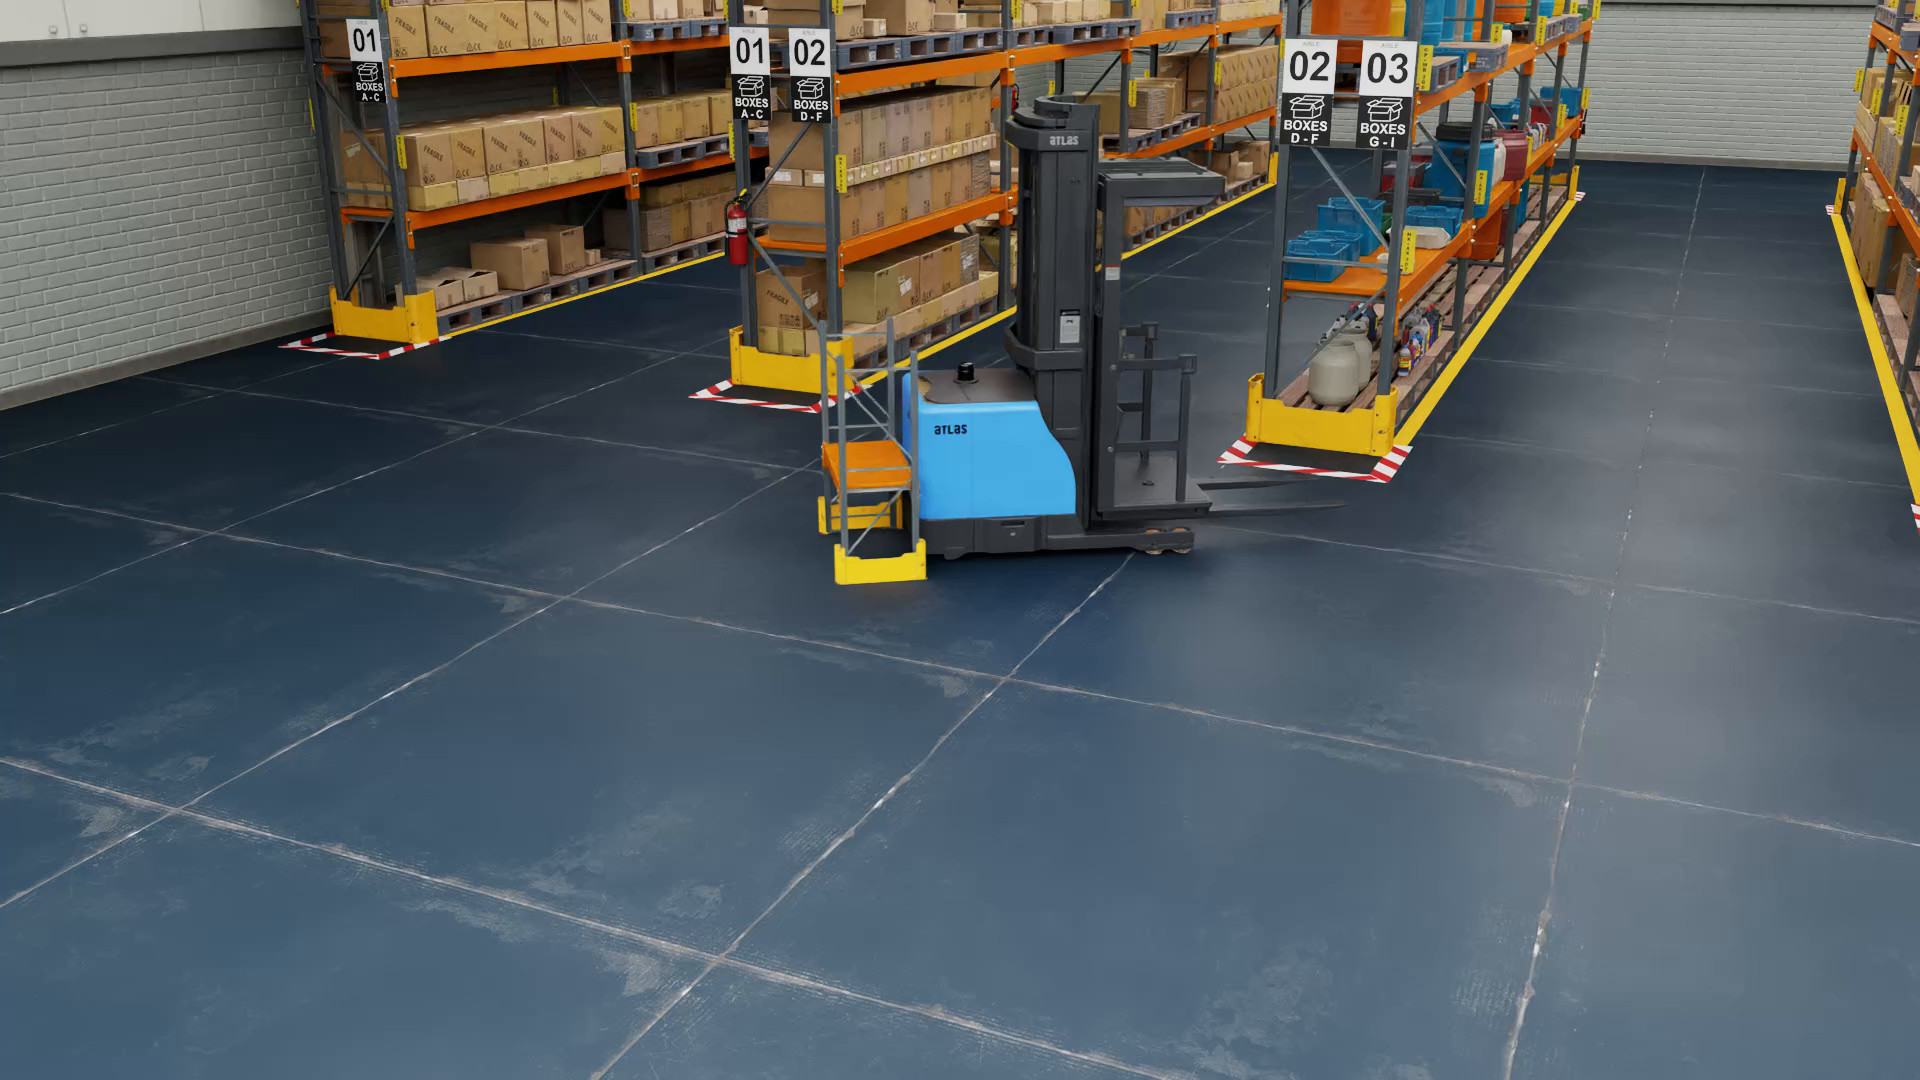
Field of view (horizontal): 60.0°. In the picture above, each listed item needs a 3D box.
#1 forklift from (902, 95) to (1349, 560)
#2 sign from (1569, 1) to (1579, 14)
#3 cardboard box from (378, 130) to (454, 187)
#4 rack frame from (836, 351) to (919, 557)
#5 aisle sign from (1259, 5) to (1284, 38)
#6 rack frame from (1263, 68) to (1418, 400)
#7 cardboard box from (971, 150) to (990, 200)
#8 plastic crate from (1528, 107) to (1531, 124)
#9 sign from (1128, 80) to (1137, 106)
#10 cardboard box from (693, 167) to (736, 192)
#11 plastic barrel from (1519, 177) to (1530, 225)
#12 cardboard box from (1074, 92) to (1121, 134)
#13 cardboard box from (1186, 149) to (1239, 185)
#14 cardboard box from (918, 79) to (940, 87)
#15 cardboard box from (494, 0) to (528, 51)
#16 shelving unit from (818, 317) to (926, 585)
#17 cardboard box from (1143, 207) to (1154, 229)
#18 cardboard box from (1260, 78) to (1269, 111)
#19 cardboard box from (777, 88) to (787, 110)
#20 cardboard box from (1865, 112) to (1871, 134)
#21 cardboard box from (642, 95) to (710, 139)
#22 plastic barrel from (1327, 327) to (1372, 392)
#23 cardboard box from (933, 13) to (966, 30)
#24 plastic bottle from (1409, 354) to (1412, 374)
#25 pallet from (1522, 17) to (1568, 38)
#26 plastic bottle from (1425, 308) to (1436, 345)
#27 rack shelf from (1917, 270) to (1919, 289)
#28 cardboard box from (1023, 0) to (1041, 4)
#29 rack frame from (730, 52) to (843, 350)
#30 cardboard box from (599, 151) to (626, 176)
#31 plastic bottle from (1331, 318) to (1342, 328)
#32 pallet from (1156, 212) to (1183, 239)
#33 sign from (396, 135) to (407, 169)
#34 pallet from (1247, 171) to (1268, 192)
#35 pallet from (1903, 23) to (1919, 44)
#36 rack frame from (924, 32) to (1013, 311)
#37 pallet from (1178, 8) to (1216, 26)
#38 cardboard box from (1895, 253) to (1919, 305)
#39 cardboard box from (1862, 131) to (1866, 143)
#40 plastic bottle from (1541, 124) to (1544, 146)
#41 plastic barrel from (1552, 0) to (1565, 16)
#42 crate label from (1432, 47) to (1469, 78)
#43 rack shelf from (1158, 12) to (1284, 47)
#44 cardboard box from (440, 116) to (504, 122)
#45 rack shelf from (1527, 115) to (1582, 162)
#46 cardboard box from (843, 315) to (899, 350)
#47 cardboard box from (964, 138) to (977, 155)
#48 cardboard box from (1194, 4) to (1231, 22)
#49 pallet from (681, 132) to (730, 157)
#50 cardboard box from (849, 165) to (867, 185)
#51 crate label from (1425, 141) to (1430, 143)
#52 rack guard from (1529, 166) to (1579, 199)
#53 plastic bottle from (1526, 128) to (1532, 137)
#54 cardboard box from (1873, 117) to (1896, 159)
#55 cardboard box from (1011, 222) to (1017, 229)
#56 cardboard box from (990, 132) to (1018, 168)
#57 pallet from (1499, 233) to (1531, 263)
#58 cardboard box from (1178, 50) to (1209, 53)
[{"bbox_3d":[1.144,-1.455,11.187,3.031,2.935,1.130,-3,20,-7],"label":"forklift"},{"bbox_3d":[8.381,-7.191,22.723,0.100,0.325,0.005,9,21,23],"label":"sign"},{"bbox_3d":[-5.603,-3.937,17.139,0.500,0.500,0.500,9,21,23],"label":"cardboard box"},{"bbox_3d":[-0.510,-0.443,10.475,0.500,1.500,0.032,-4,20,-10],"label":"rack frame"},{"bbox_3d":[5.308,-8.957,28.298,0.394,0.787,0.004,9,21,23],"label":"aisle sign"},{"bbox_3d":[2.966,-2.181,13.126,1.000,3.000,0.127,9,21,23],"label":"rack frame"},{"bbox_3d":[-0.090,-3.995,18.078,0.700,0.500,0.500,8,21,21],"label":"cardboard box"},{"bbox_3d":[8.673,-6.264,24.692,0.437,0.282,0.530,9,21,23],"label":"plastic crate"},{"bbox_3d":[2.232,-5.778,21.511,0.100,0.325,0.005,9,21,23],"label":"sign"},{"bbox_3d":[-3.334,-4.976,22.939,0.500,0.250,0.500,9,21,24],"label":"cardboard box"},{"bbox_3d":[7.642,-4.895,23.261,0.600,0.901,0.708,9,21,23],"label":"plastic barrel"},{"bbox_3d":[1.879,-5.761,22.414,0.700,0.500,0.500,2,20,4],"label":"cardboard box"},{"bbox_3d":[4.127,-6.137,27.316,0.797,0.503,0.637,9,21,23],"label":"cardboard box"},{"bbox_3d":[-0.921,-7.514,27.673,0.980,0.700,0.700,9,21,24],"label":"cardboard box"},{"bbox_3d":[-5.046,-5.564,17.981,0.500,0.500,0.500,10,22,26],"label":"cardboard box"},{"bbox_3d":[-0.605,-0.613,10.954,0.587,1.500,1.083,-4,20,-10],"label":"shelving unit"},{"bbox_3d":[2.381,-4.598,22.995,0.500,0.500,0.500,8,21,21],"label":"cardboard box"},{"bbox_3d":[4.856,-7.467,27.839,0.500,0.500,0.500,9,21,23],"label":"cardboard box"},{"bbox_3d":[-2.364,-6.296,24.073,0.500,0.500,0.500,9,22,24],"label":"cardboard box"},{"bbox_3d":[12.758,-5.725,22.870,0.500,0.250,0.500,9,21,24],"label":"cardboard box"},{"bbox_3d":[-3.718,-5.544,21.776,0.700,0.500,0.500,12,23,30],"label":"cardboard box"},{"bbox_3d":[3.371,-1.572,14.498,0.421,0.512,0.421,0,20,0],"label":"plastic barrel"},{"bbox_3d":[-0.158,-5.237,16.782,0.380,0.149,0.250,9,21,23],"label":"cardboard box"},{"bbox_3d":[4.035,-1.613,15.048,0.097,0.201,0.097,0,20,0],"label":"plastic bottle"},{"bbox_3d":[7.186,-6.574,21.282,1.003,0.211,1.213,9,21,23],"label":"pallet"},{"bbox_3d":[4.525,-2.068,16.104,0.144,0.351,0.185,7,21,20],"label":"plastic bottle"},{"bbox_3d":[8.304,-1.774,13.054,1.077,0.370,4.000,9,21,23],"label":"rack shelf"},{"bbox_3d":[0.587,-6.339,18.818,0.500,0.500,0.500,11,22,28],"label":"cardboard box"},{"bbox_3d":[-1.552,-2.862,15.040,1.000,3.000,0.127,9,21,23],"label":"rack frame"},{"bbox_3d":[-4.352,-4.516,19.884,0.500,0.250,0.500,9,21,23],"label":"cardboard box"},{"bbox_3d":[3.567,-1.929,15.713,0.144,0.351,0.185,10,22,25],"label":"plastic bottle"},{"bbox_3d":[2.566,-4.588,24.056,1.003,0.211,1.213,9,21,23],"label":"pallet"},{"bbox_3d":[-5.577,-3.874,16.594,0.100,0.325,0.005,9,21,23],"label":"sign"},{"bbox_3d":[4.644,-6.172,28.509,1.003,0.211,1.213,9,21,23],"label":"pallet"},{"bbox_3d":[11.431,-5.818,19.157,1.003,0.211,1.213,10,22,25],"label":"pallet"},{"bbox_3d":[0.086,-4.085,18.478,1.000,3.000,0.127,9,21,23],"label":"rack frame"},{"bbox_3d":[3.031,-7.665,24.350,1.213,0.211,1.003,9,21,23],"label":"pallet"},{"bbox_3d":[10.504,-2.769,17.853,0.700,0.500,0.500,7,21,20],"label":"cardboard box"},{"bbox_3d":[12.750,-5.583,23.065,0.380,0.149,0.250,8,21,22],"label":"cardboard box"},{"bbox_3d":[7.960,-5.553,22.780,0.061,0.283,0.133,9,21,23],"label":"plastic bottle"},{"bbox_3d":[7.691,-7.243,21.973,0.600,0.588,0.600,0,20,0],"label":"plastic barrel"},{"bbox_3d":[4.034,-4.051,14.129,0.502,0.251,0.408,9,21,23],"label":"crate label"},{"bbox_3d":[4.181,-8.216,26.692,1.077,0.370,4.000,9,21,23],"label":"rack shelf"},{"bbox_3d":[-5.444,-4.471,18.639,0.500,0.500,0.500,9,21,23],"label":"cardboard box"},{"bbox_3d":[8.699,-6.122,25.280,1.077,0.370,4.000,9,21,23],"label":"rack shelf"},{"bbox_3d":[-0.928,-2.051,16.237,0.500,0.250,0.500,9,21,23],"label":"cardboard box"},{"bbox_3d":[-0.037,-4.169,17.599,0.380,0.149,0.250,8,21,21],"label":"cardboard box"},{"bbox_3d":[3.787,-7.988,25.200,0.500,0.250,0.500,9,21,23],"label":"cardboard box"},{"bbox_3d":[-3.570,-5.285,22.139,1.003,0.211,1.213,9,21,23],"label":"pallet"},{"bbox_3d":[-1.089,-3.386,15.397,0.380,0.149,0.250,8,21,21],"label":"cardboard box"},{"bbox_3d":[5.588,-4.377,19.247,0.502,0.435,0.616,9,21,23],"label":"crate label"},{"bbox_3d":[9.516,-5.904,27.323,1.175,0.500,0.348,9,21,23],"label":"rack guard"},{"bbox_3d":[7.351,-5.164,21.586,0.144,0.351,0.185,9,21,23],"label":"plastic bottle"},{"bbox_3d":[11.982,-5.111,21.214,0.500,0.500,0.500,9,21,23],"label":"cardboard box"},{"bbox_3d":[0.904,-3.654,19.907,0.500,0.311,0.500,8,21,21],"label":"cardboard box"},{"bbox_3d":[0.632,-4.526,19.568,0.500,0.500,0.500,10,22,27],"label":"cardboard box"},{"bbox_3d":[7.028,-3.931,22.208,1.003,0.211,1.213,9,21,23],"label":"pallet"},{"bbox_3d":[3.747,-7.550,26.580,0.500,0.500,0.500,9,21,23],"label":"cardboard box"}]
